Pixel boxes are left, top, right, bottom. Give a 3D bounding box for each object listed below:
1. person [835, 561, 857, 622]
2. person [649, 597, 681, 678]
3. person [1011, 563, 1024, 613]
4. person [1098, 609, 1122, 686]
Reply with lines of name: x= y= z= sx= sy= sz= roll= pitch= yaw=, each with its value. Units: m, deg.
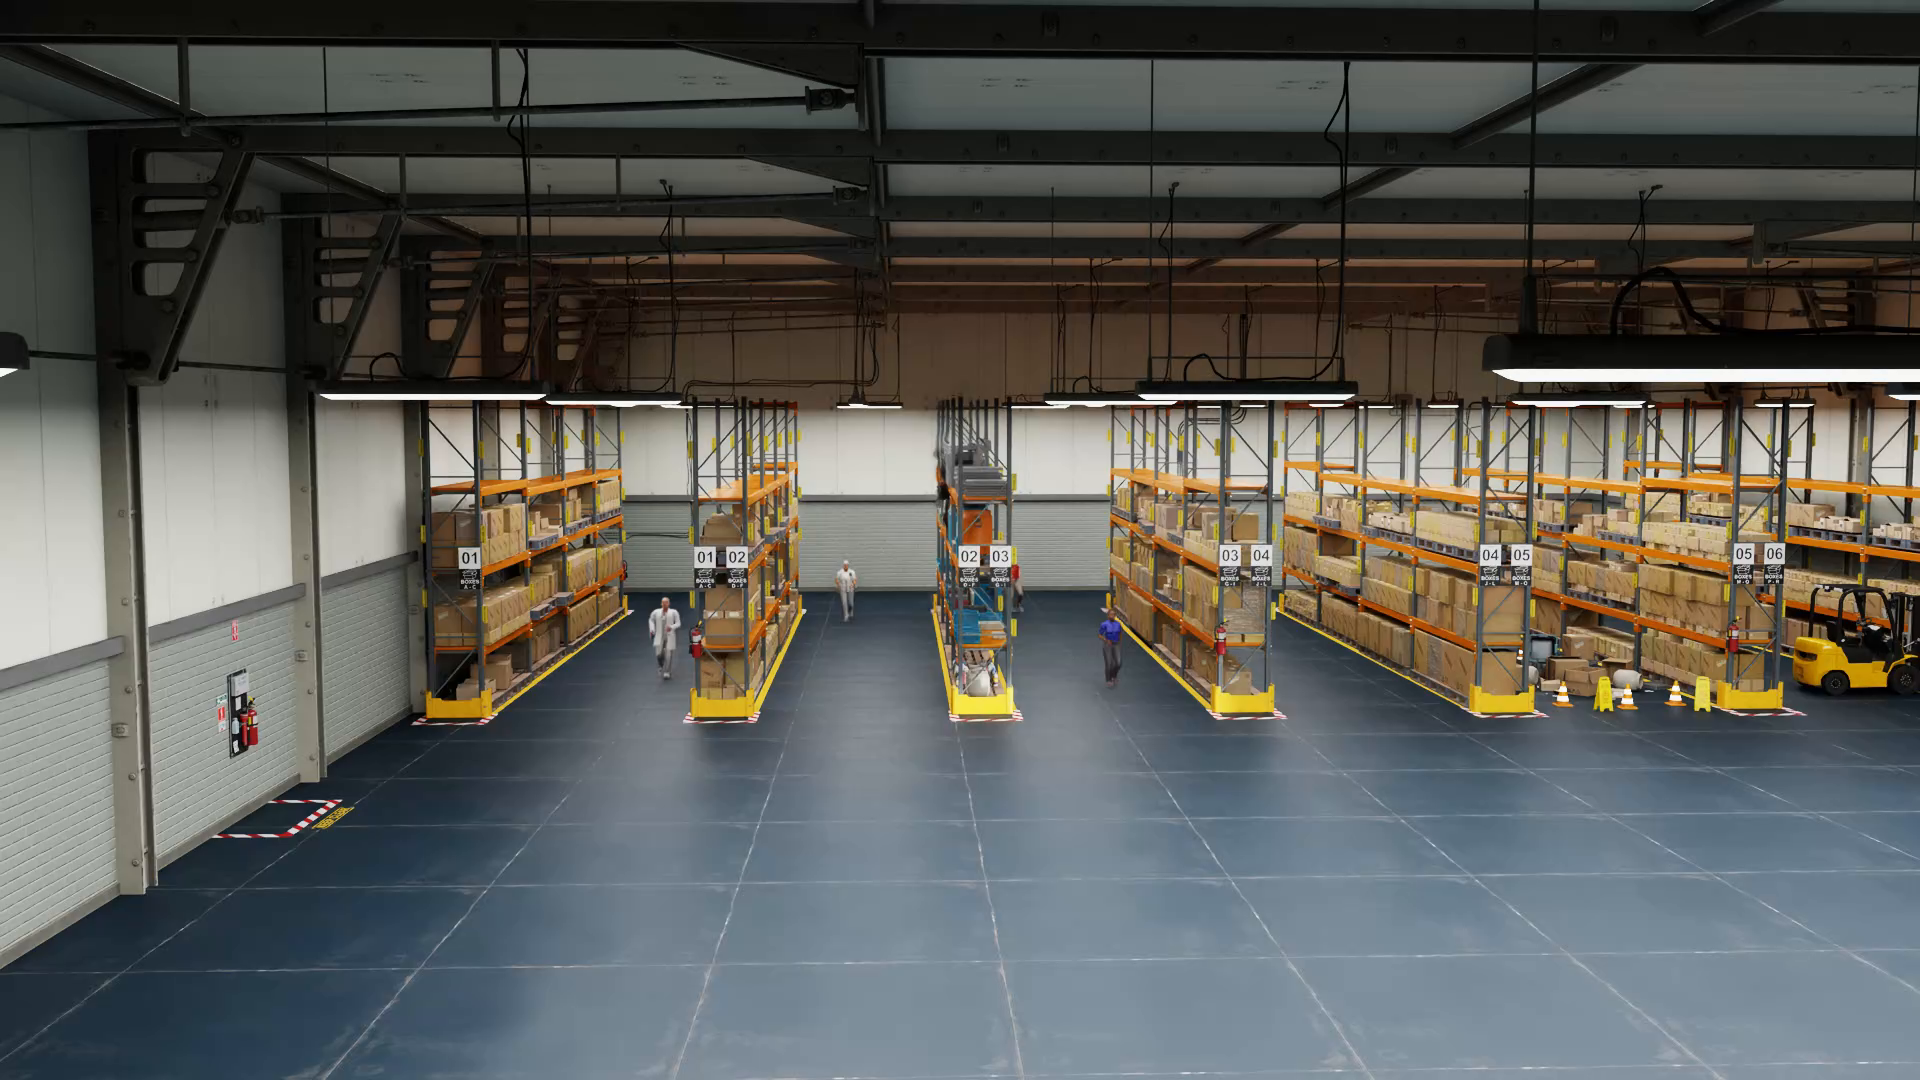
person: x=-3.128 y=1.391 z=45.600 sx=0.617 sy=1.652 sz=0.681 roll=0 pitch=4 yaw=-5
person: x=-6.321 y=2.098 z=35.564 sx=0.704 sy=1.734 sz=0.653 roll=0 pitch=4 yaw=-5
person: x=1.496 y=1.233 z=47.203 sx=0.691 sy=1.692 sz=0.692 roll=-2 pitch=5 yaw=-23
person: x=3.151 y=2.243 z=34.500 sx=0.576 sy=1.619 sz=0.580 roll=-1 pitch=5 yaw=-13
